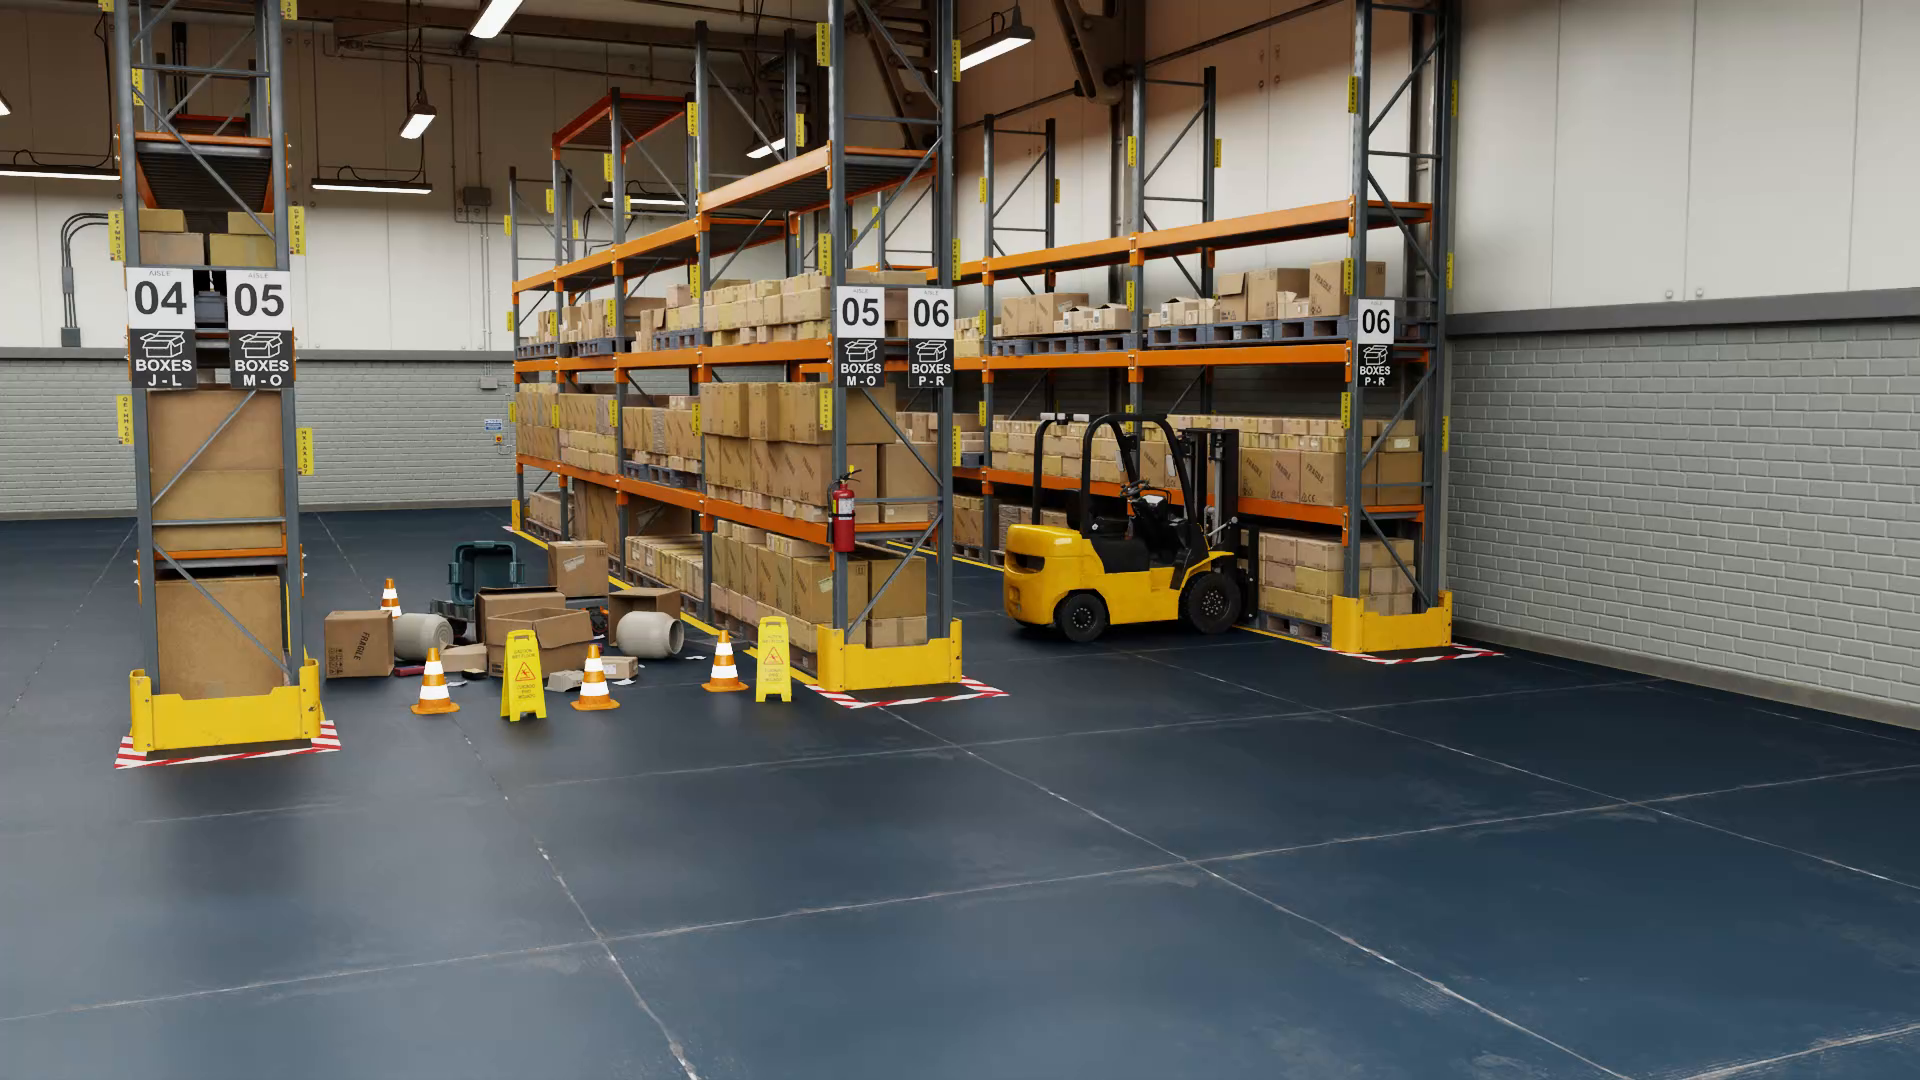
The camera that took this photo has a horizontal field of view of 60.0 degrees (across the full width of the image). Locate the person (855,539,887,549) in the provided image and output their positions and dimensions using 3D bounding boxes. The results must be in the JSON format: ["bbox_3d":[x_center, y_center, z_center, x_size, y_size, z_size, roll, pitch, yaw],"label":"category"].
[{"bbox_3d":[-1.011,-0.144,18.149,0.595,1.772,0.460,-3,6,-28],"label":"person"}]
